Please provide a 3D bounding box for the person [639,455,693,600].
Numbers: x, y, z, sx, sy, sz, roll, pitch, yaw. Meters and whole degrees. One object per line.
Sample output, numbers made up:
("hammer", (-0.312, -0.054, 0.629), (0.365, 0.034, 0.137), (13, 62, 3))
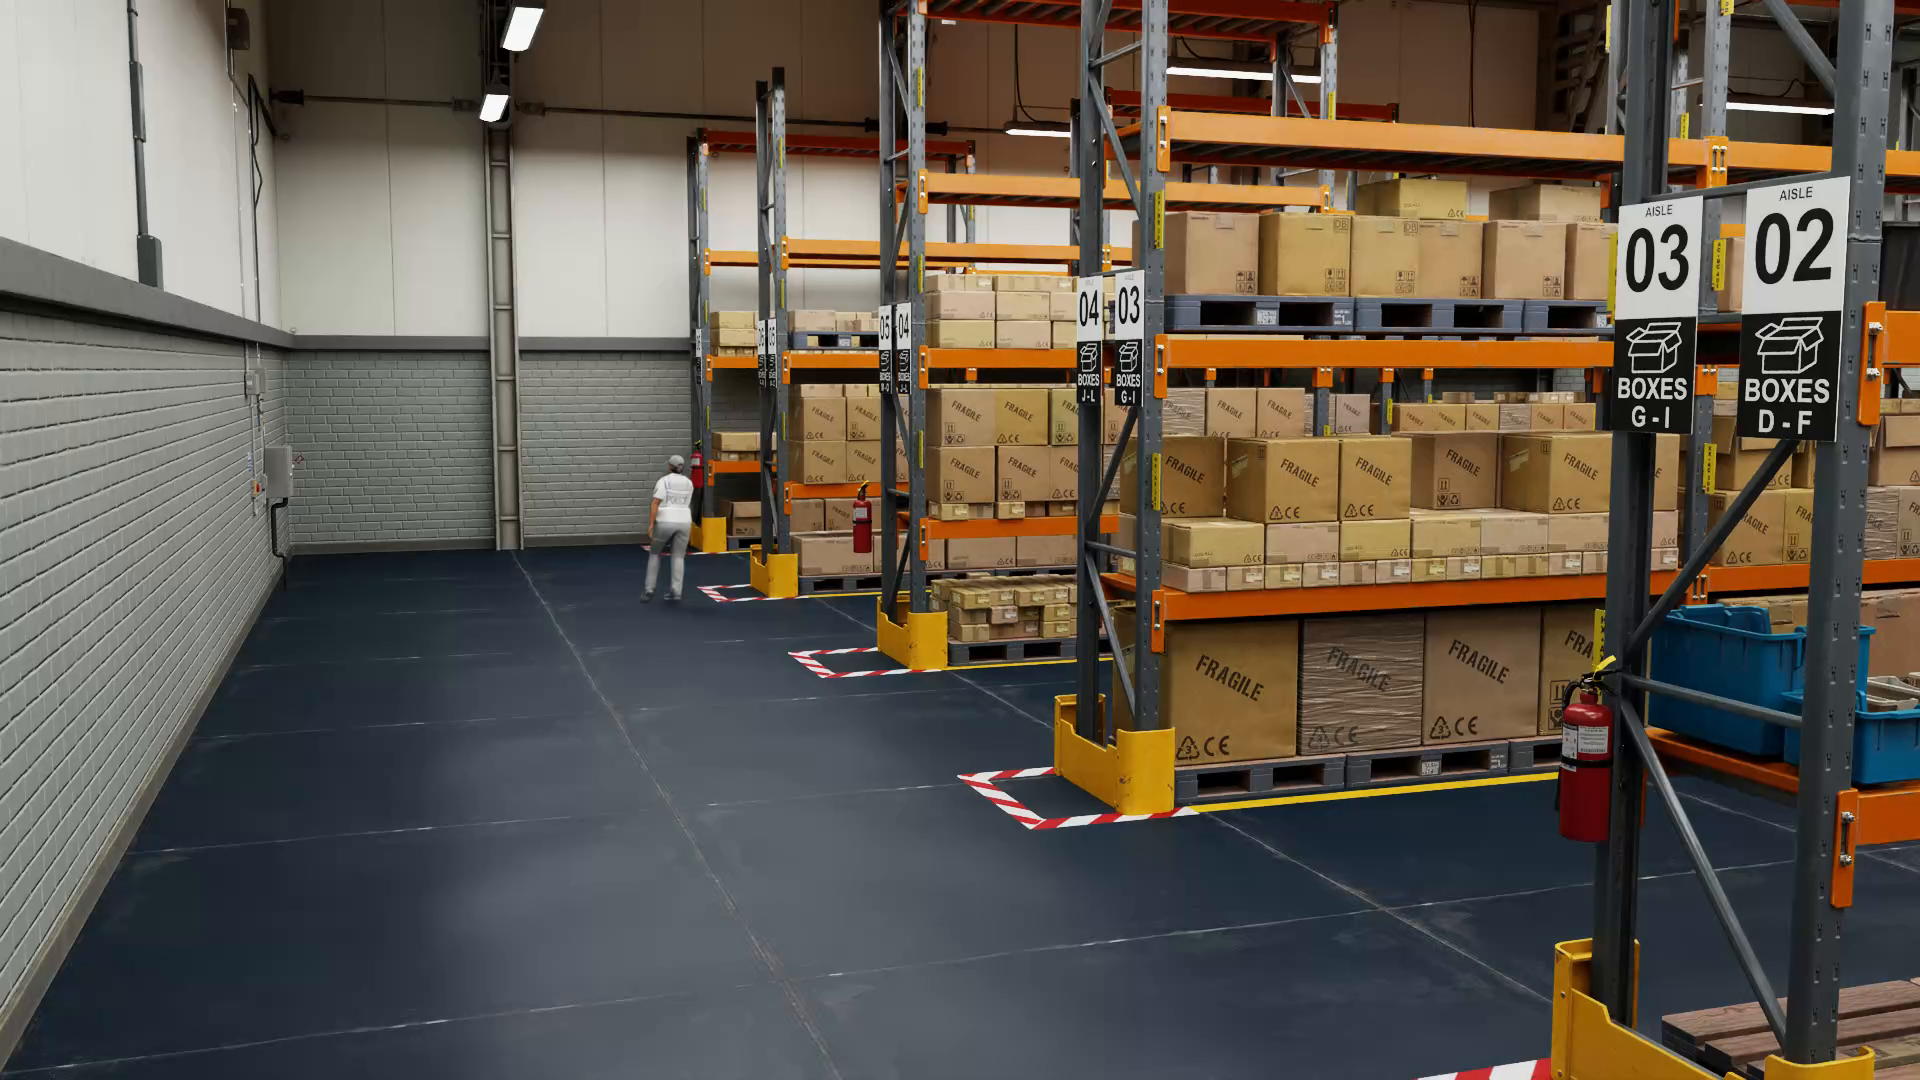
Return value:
("person", (-3.309, -0.111, 18.874), (0.590, 1.706, 0.634), (-3, 7, -29))
